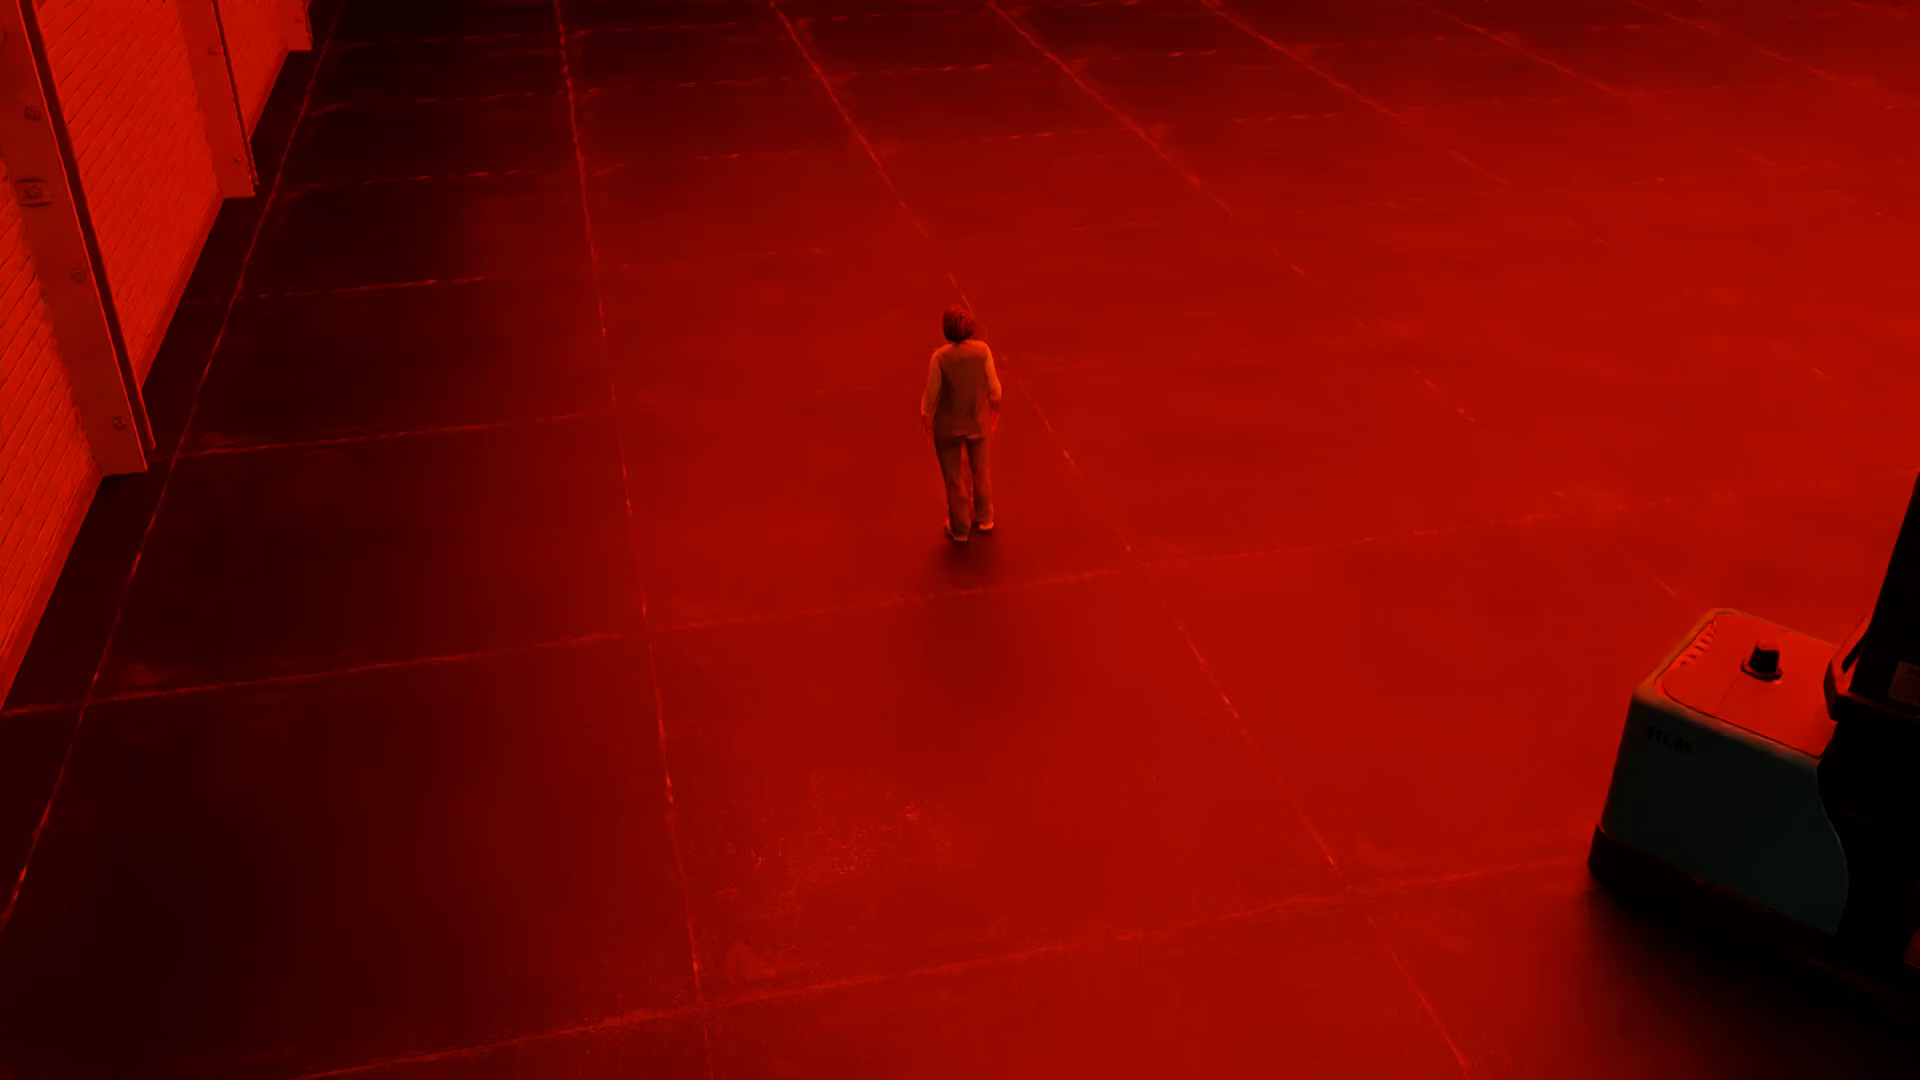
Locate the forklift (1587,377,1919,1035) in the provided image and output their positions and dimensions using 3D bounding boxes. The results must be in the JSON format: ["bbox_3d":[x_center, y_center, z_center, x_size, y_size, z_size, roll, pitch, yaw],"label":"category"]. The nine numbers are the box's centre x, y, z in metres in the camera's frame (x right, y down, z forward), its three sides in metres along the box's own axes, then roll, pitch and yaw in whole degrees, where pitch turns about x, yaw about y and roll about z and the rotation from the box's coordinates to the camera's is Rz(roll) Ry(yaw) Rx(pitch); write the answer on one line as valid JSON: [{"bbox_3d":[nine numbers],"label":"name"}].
[{"bbox_3d":[4.359,0.626,6.493,3.031,2.935,1.130,24,38,35],"label":"forklift"}]

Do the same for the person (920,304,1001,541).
[{"bbox_3d":[-0.004,-0.735,10.162,0.521,1.597,0.474,-7,31,-12],"label":"person"}]
